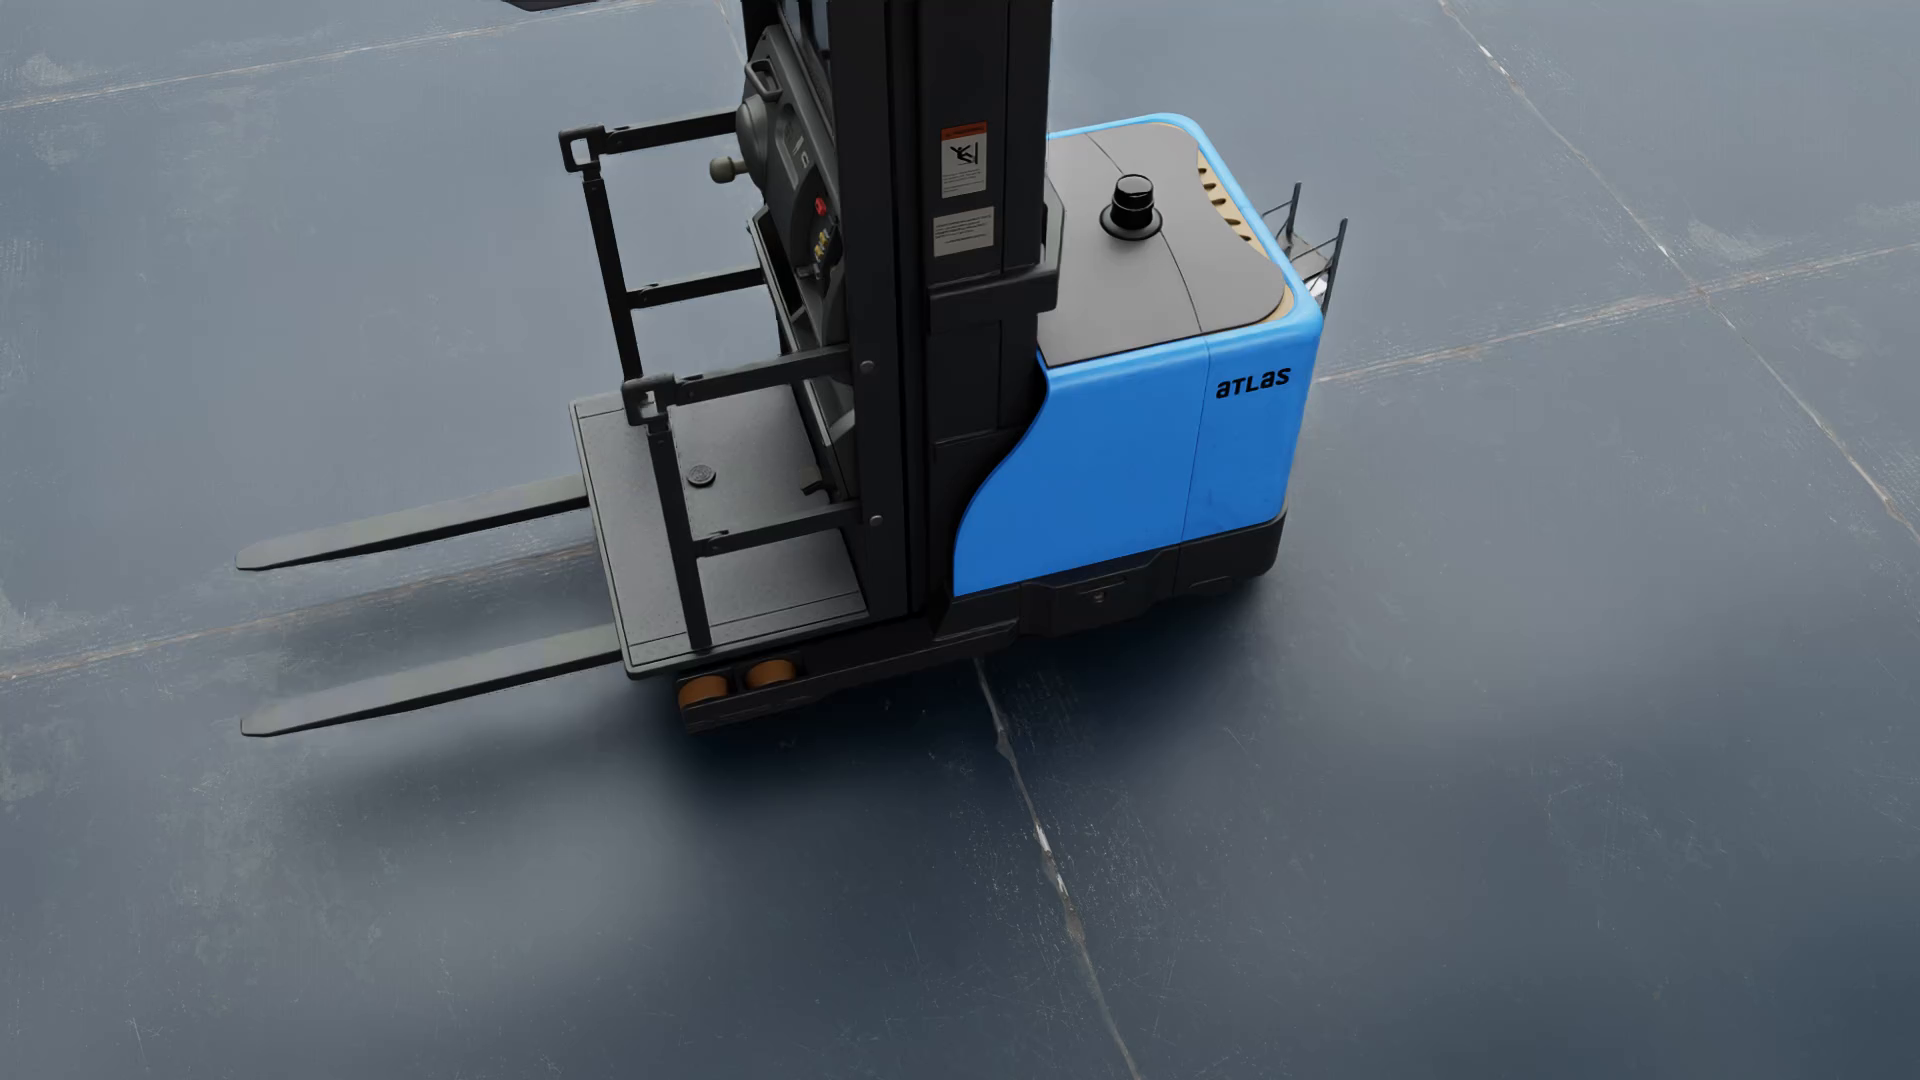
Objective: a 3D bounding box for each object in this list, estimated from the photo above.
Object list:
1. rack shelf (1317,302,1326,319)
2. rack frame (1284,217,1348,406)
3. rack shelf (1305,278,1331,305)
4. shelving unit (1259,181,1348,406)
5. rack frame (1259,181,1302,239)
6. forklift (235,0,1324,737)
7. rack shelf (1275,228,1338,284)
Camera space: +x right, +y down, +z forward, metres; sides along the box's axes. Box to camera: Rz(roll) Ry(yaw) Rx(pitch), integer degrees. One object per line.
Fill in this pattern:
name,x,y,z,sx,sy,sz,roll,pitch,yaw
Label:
rack shelf,0.978,-0.703,5.179,0.258,0.077,0.200,-28,55,-21
rack frame,1.035,-0.602,5.169,0.240,0.900,0.006,-28,55,-21
rack shelf,0.978,-0.761,5.110,0.258,0.077,0.200,-28,55,-21
shelving unit,0.978,-0.667,5.223,0.258,0.900,0.210,-28,55,-21
rack frame,0.920,-0.731,5.277,0.240,0.900,0.006,-28,55,-21
forklift,-0.600,-0.854,4.053,3.031,2.935,1.130,-13,51,-11
rack shelf,0.978,-0.819,5.042,0.258,0.077,0.200,-28,55,-21
